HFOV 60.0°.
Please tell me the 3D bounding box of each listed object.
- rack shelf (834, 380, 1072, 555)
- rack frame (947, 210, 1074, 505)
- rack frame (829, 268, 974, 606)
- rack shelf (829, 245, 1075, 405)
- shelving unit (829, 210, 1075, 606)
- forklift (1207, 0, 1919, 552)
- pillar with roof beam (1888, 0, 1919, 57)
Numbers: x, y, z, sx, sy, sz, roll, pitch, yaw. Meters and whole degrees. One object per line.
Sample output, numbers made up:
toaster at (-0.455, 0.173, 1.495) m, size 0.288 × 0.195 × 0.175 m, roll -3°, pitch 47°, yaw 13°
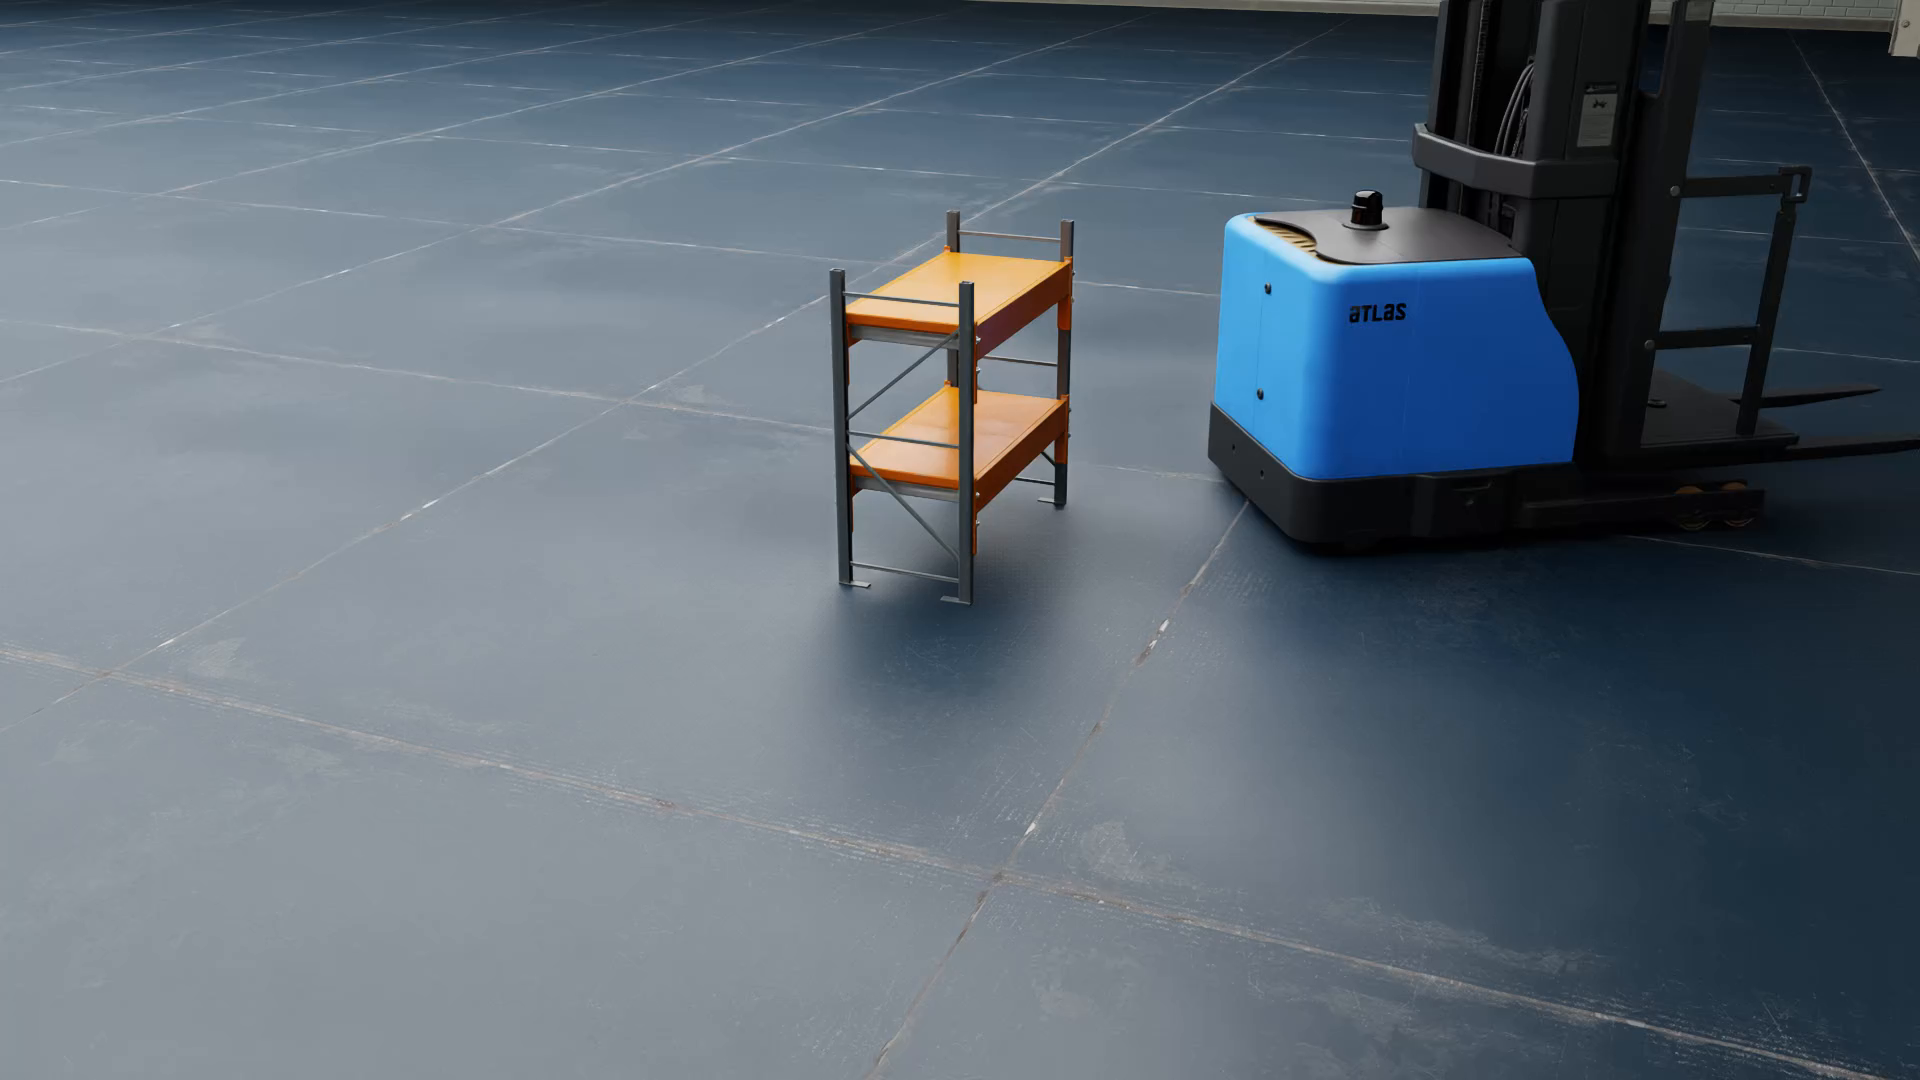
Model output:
rack shelf at (-0.003, -0.291, 6.122) m, size 0.538 × 0.278 × 1.000 m, roll 9°, pitch 24°, yaw 20°
rack frame at (0.186, -0.699, 6.463) m, size 0.500 × 1.125 × 0.032 m, roll 9°, pitch 24°, yaw 20°
rack frame at (-0.191, -0.335, 5.592) m, size 0.500 × 1.125 × 0.032 m, roll 9°, pitch 24°, yaw 20°
rack shelf at (-0.003, -0.787, 5.915) m, size 0.538 × 0.278 × 1.000 m, roll 9°, pitch 24°, yaw 20°
shelving unit at (-0.003, -0.517, 6.027) m, size 0.538 × 1.125 × 1.048 m, roll 9°, pitch 24°, yaw 20°
forklift at (2.596, -1.583, 6.236) m, size 3.031 × 2.935 × 1.130 m, roll -5°, pitch 23°, yaw -11°
pillar with roof beam at (7.784, -10.829, 20.500) m, size 9.100 × 9.000 × 0.400 m, roll 9°, pitch 24°, yaw 20°
